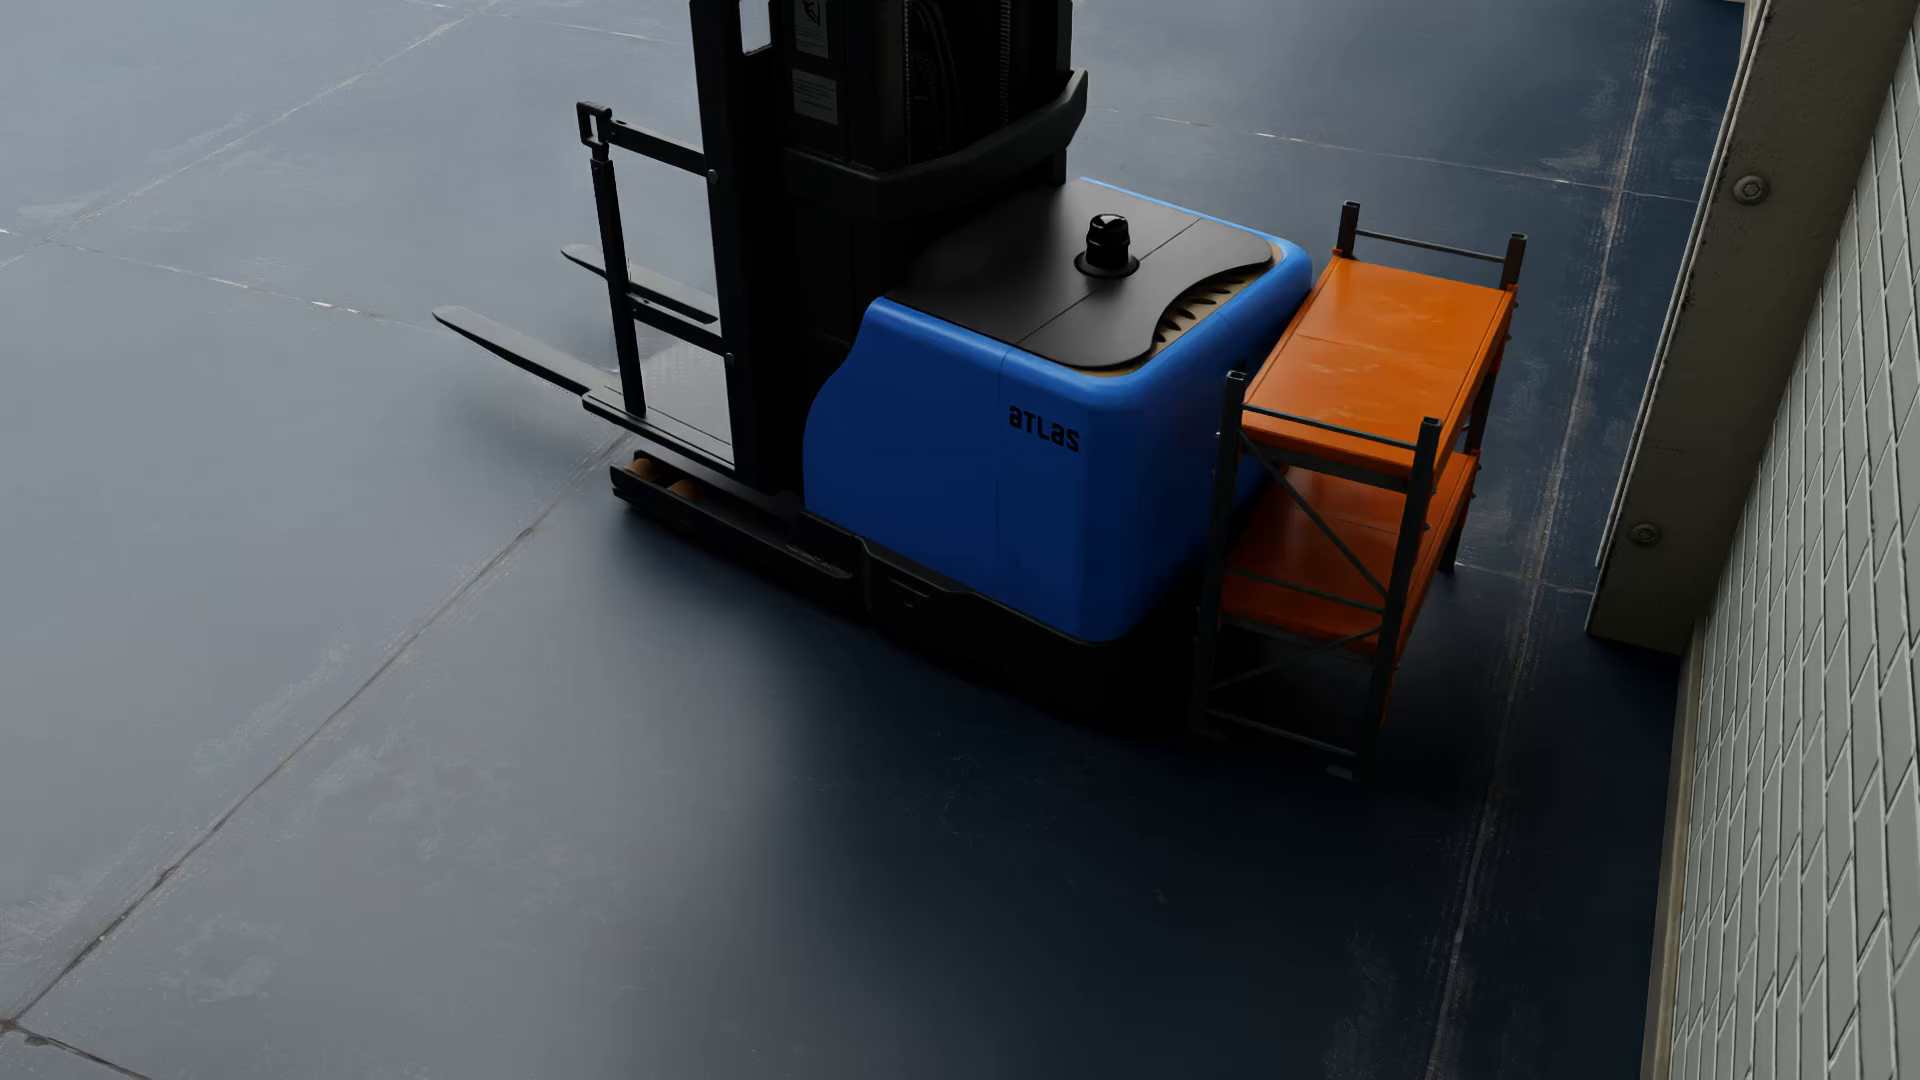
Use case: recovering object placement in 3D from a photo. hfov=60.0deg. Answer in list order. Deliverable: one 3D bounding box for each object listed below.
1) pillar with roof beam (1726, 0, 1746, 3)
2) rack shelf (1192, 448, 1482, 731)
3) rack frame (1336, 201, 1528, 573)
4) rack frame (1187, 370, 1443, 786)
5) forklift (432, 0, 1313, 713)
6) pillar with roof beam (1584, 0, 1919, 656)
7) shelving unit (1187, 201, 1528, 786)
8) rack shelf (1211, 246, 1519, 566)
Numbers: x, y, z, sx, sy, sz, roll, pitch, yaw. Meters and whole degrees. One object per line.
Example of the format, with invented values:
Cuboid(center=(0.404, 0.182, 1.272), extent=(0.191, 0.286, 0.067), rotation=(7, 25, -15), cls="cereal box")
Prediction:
Cuboid(center=(0.354, -7.710, 8.049), extent=(9.100, 9.000, 0.400), rotation=(14, 39, 18), cls="pillar with roof beam")
Cuboid(center=(1.073, 0.046, 4.657), extent=(0.538, 0.278, 1.000), rotation=(16, 40, 20), cls="rack shelf")
Cuboid(center=(1.294, -0.424, 4.877), extent=(0.500, 1.125, 0.032), rotation=(16, 40, 20), cls="rack frame")
Cuboid(center=(0.852, 0.125, 4.144), extent=(0.500, 1.125, 0.032), rotation=(16, 40, 20), cls="rack frame")
Cuboid(center=(-0.498, -1.423, 4.705), extent=(3.031, 2.935, 1.130), rotation=(25, 43, 29), cls="forklift")
Cuboid(center=(-1.929, -4.388, 3.604), extent=(9.100, 9.000, 0.400), rotation=(14, 39, 18), cls="pillar with roof beam")
Cuboid(center=(1.073, -0.149, 4.510), extent=(0.538, 1.125, 1.048), rotation=(16, 40, 20), cls="shelving unit")
Cuboid(center=(1.073, -0.384, 4.335), extent=(0.538, 0.278, 1.000), rotation=(16, 40, 20), cls="rack shelf")
